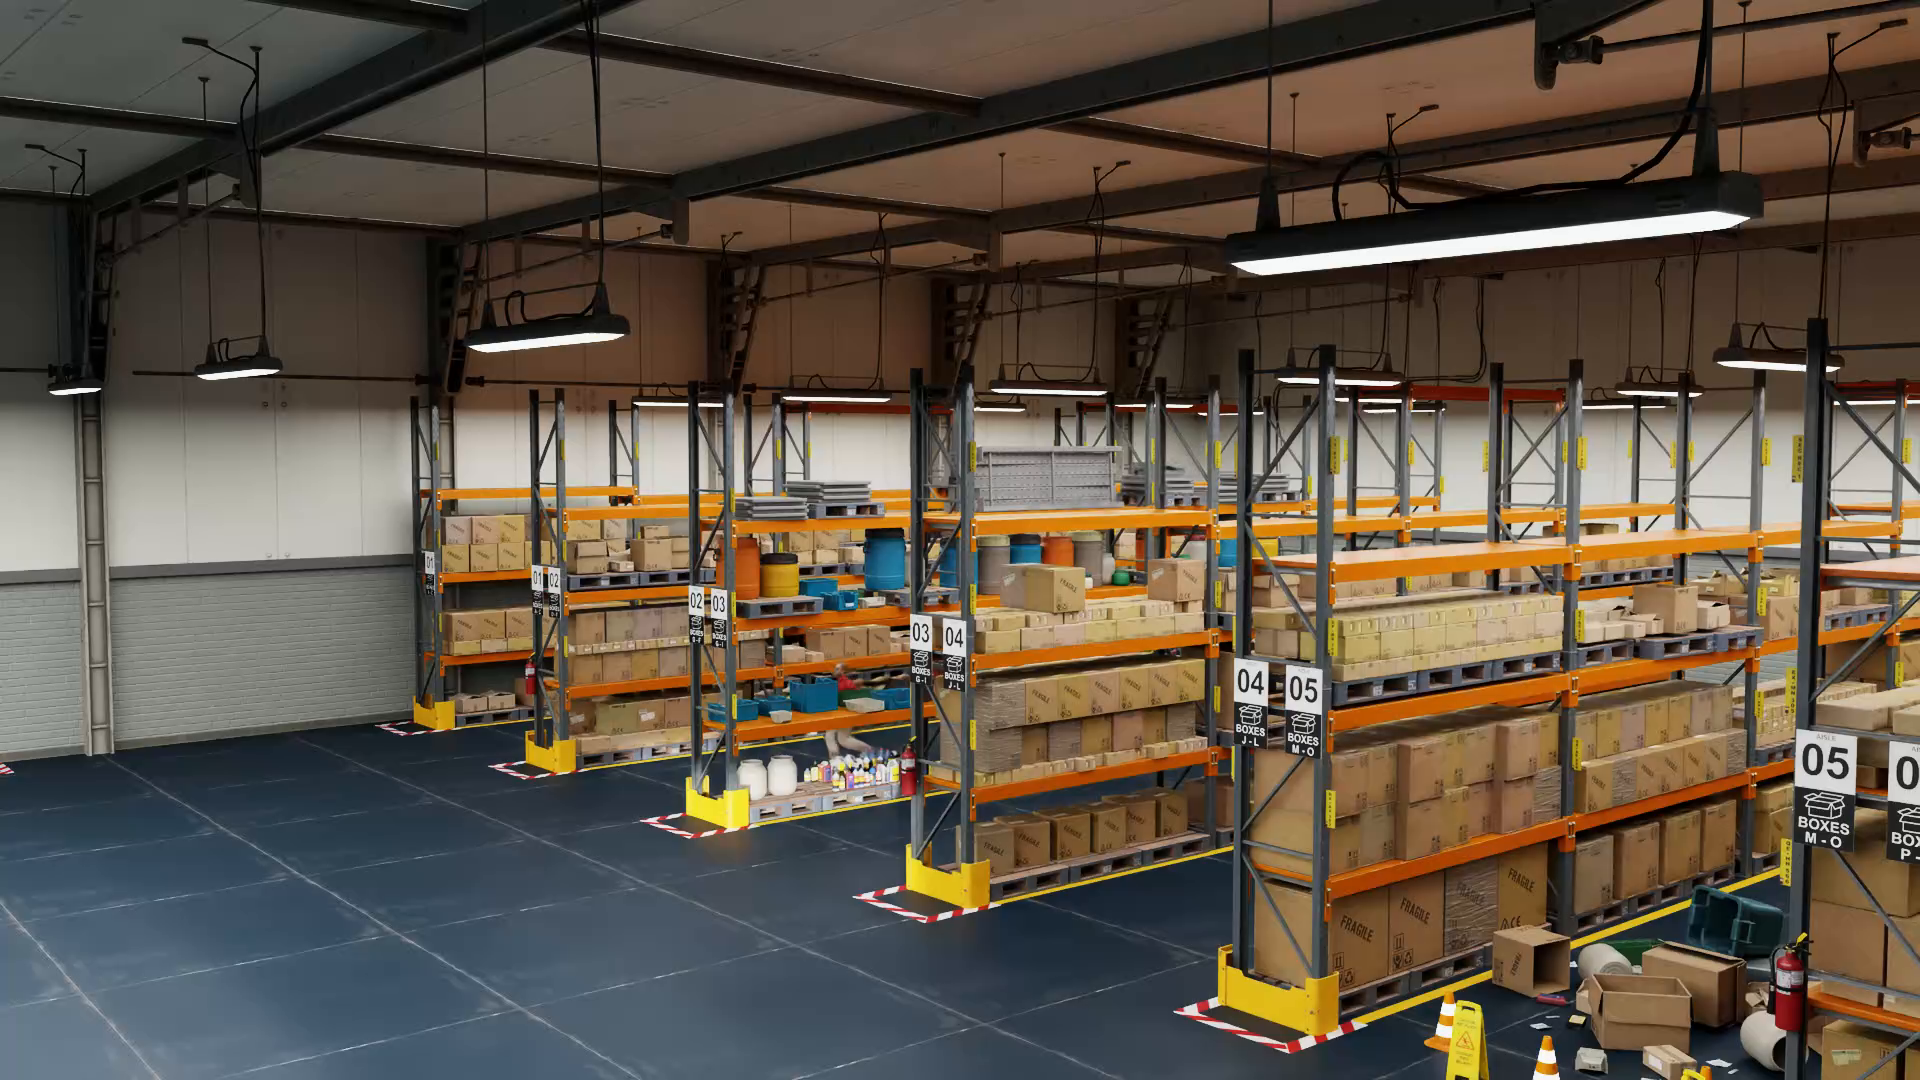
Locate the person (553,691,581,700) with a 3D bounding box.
[{"bbox_3d":[-6.657,2.657,28.531,0.687,1.682,0.639,3,5,42],"label":"person"}]

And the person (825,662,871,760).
[{"bbox_3d":[-1.811,2.780,26.261,0.799,1.717,0.679,-2,4,-34],"label":"person"}]
